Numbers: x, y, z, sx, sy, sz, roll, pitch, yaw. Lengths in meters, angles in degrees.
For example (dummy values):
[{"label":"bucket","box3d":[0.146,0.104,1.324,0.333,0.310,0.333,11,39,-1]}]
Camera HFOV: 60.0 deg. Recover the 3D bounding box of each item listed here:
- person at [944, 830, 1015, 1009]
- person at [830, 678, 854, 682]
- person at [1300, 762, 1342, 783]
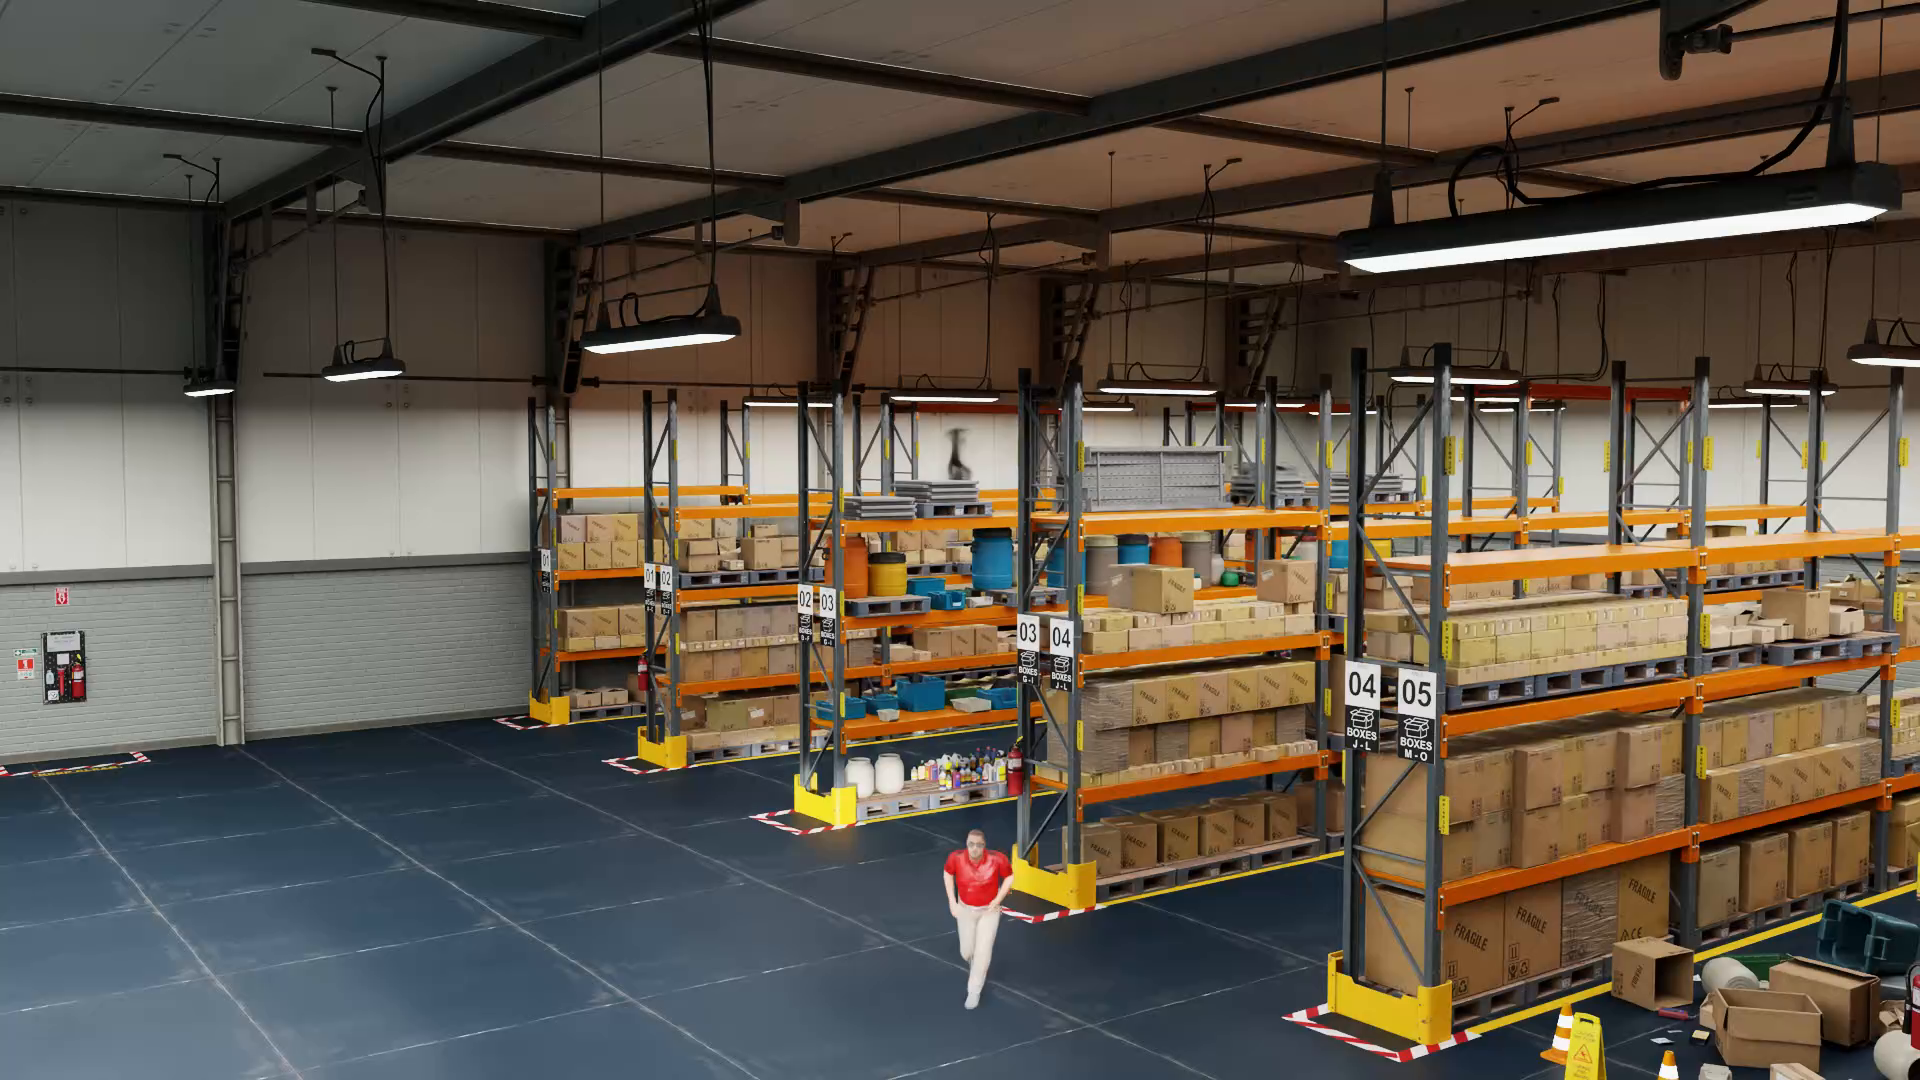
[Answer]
[{"label":"person","box3d":[0.180,3.451,15.430,0.662,1.677,0.848,0,3,3]},{"label":"person","box3d":[-2.144,2.548,30.864,0.951,1.663,0.604,-2,4,-35]},{"label":"person","box3d":[5.230,2.894,23.796,1.065,1.801,0.702,-3,4,-41]}]
